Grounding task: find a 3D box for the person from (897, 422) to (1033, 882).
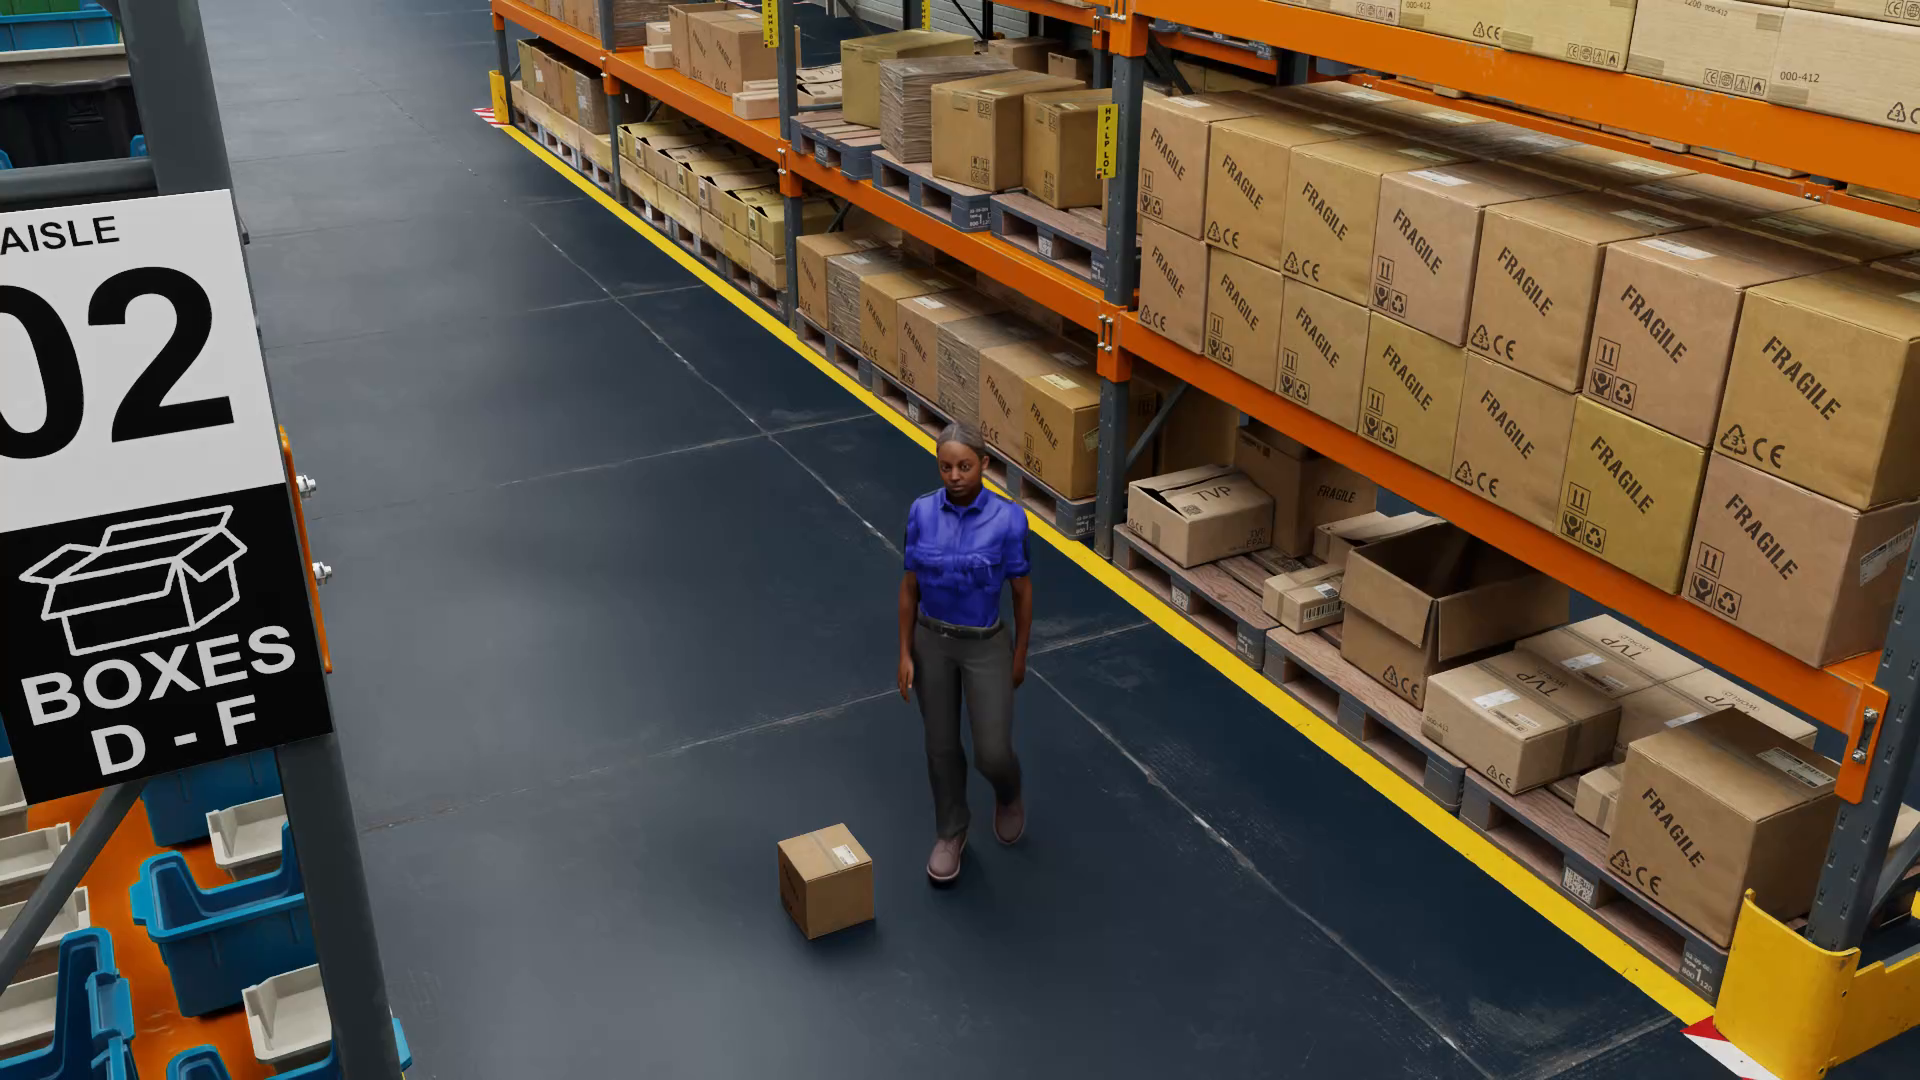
[{"bbox_3d":[0.015,0.392,5.774,0.454,1.648,0.482,8,27,15],"label":"person"}]
